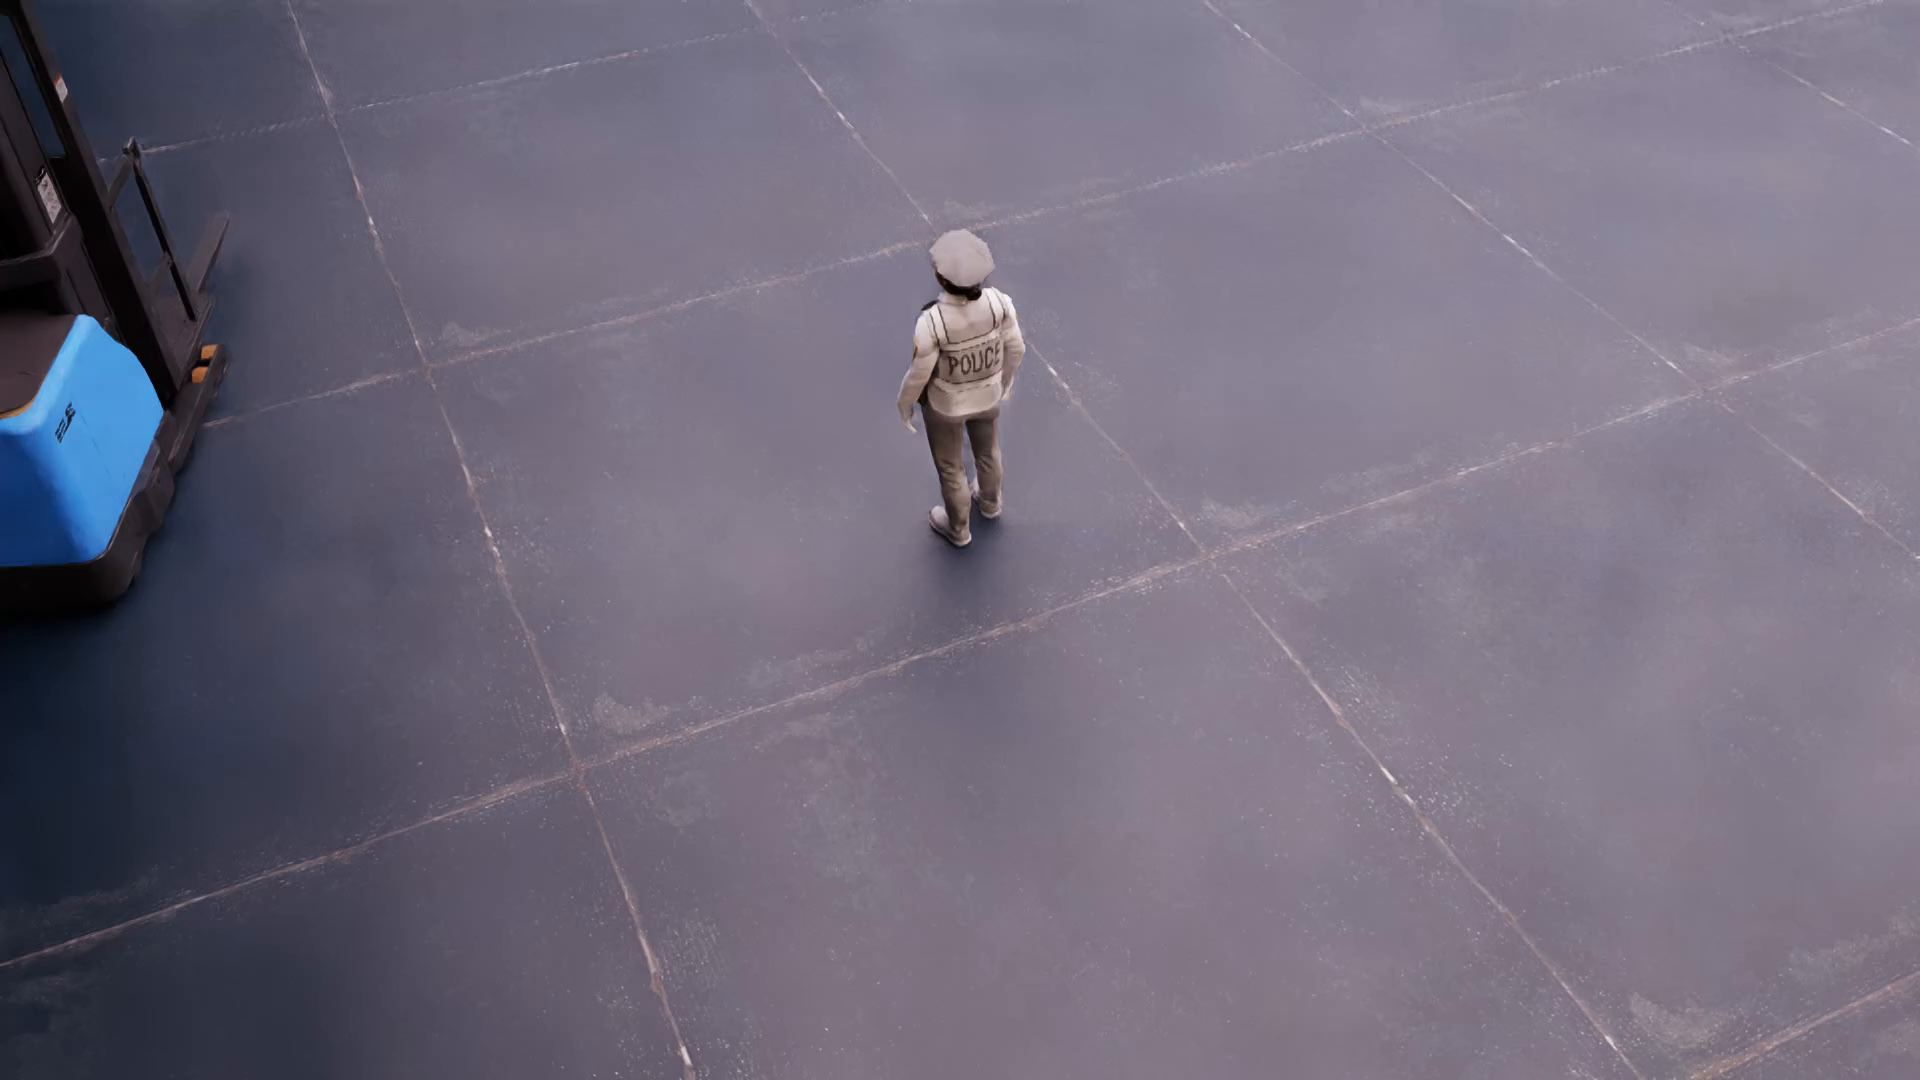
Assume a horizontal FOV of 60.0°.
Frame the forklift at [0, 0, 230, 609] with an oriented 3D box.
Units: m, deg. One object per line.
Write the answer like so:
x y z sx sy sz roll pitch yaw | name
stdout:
-4.392 -1.741 7.545 1.130 2.935 3.031 -3 43 -4 | forklift

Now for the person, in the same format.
-0.022 -0.669 7.292 0.586 1.695 0.532 -18 46 -18 | person
